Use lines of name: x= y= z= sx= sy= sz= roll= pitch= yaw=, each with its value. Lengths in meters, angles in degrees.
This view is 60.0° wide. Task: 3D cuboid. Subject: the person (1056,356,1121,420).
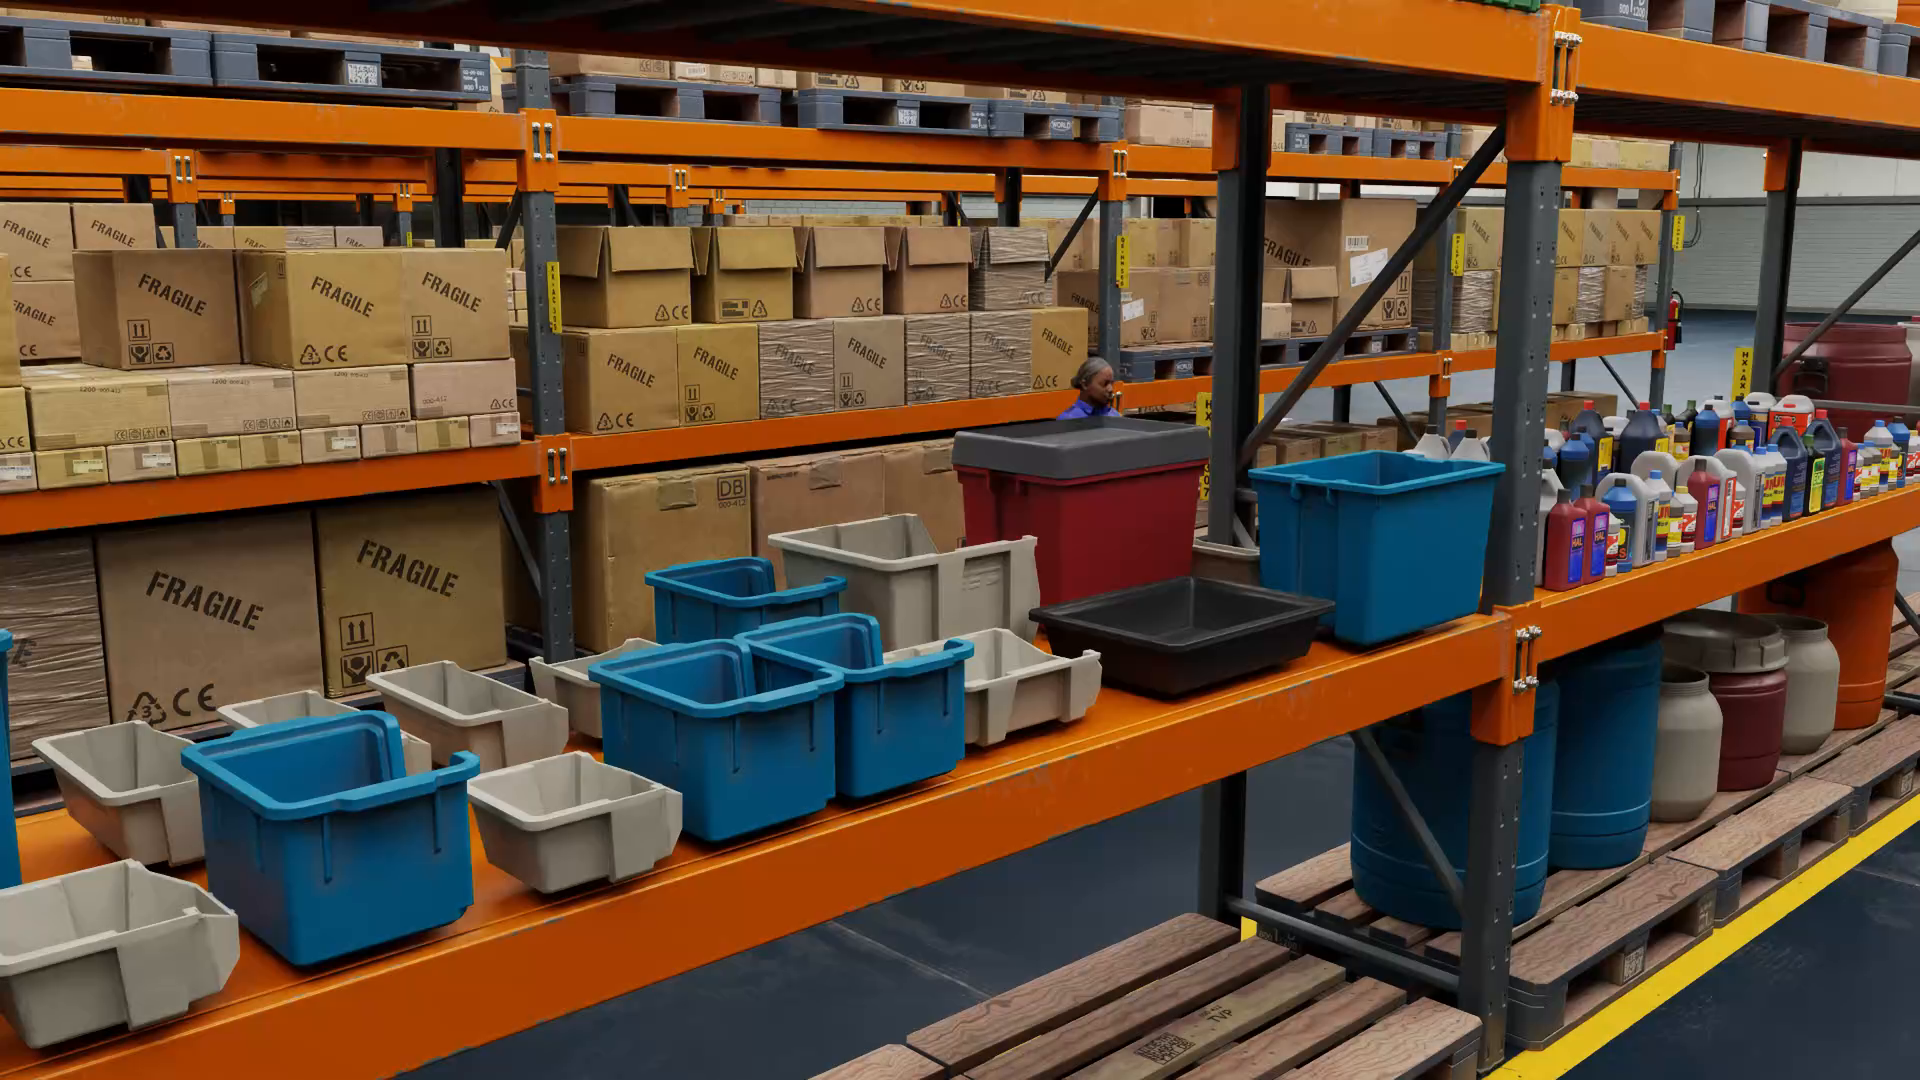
person: x=0.691 y=-0.118 z=8.579 sx=0.437 sy=1.657 sz=0.299 roll=-9 pitch=14 yaw=-40
